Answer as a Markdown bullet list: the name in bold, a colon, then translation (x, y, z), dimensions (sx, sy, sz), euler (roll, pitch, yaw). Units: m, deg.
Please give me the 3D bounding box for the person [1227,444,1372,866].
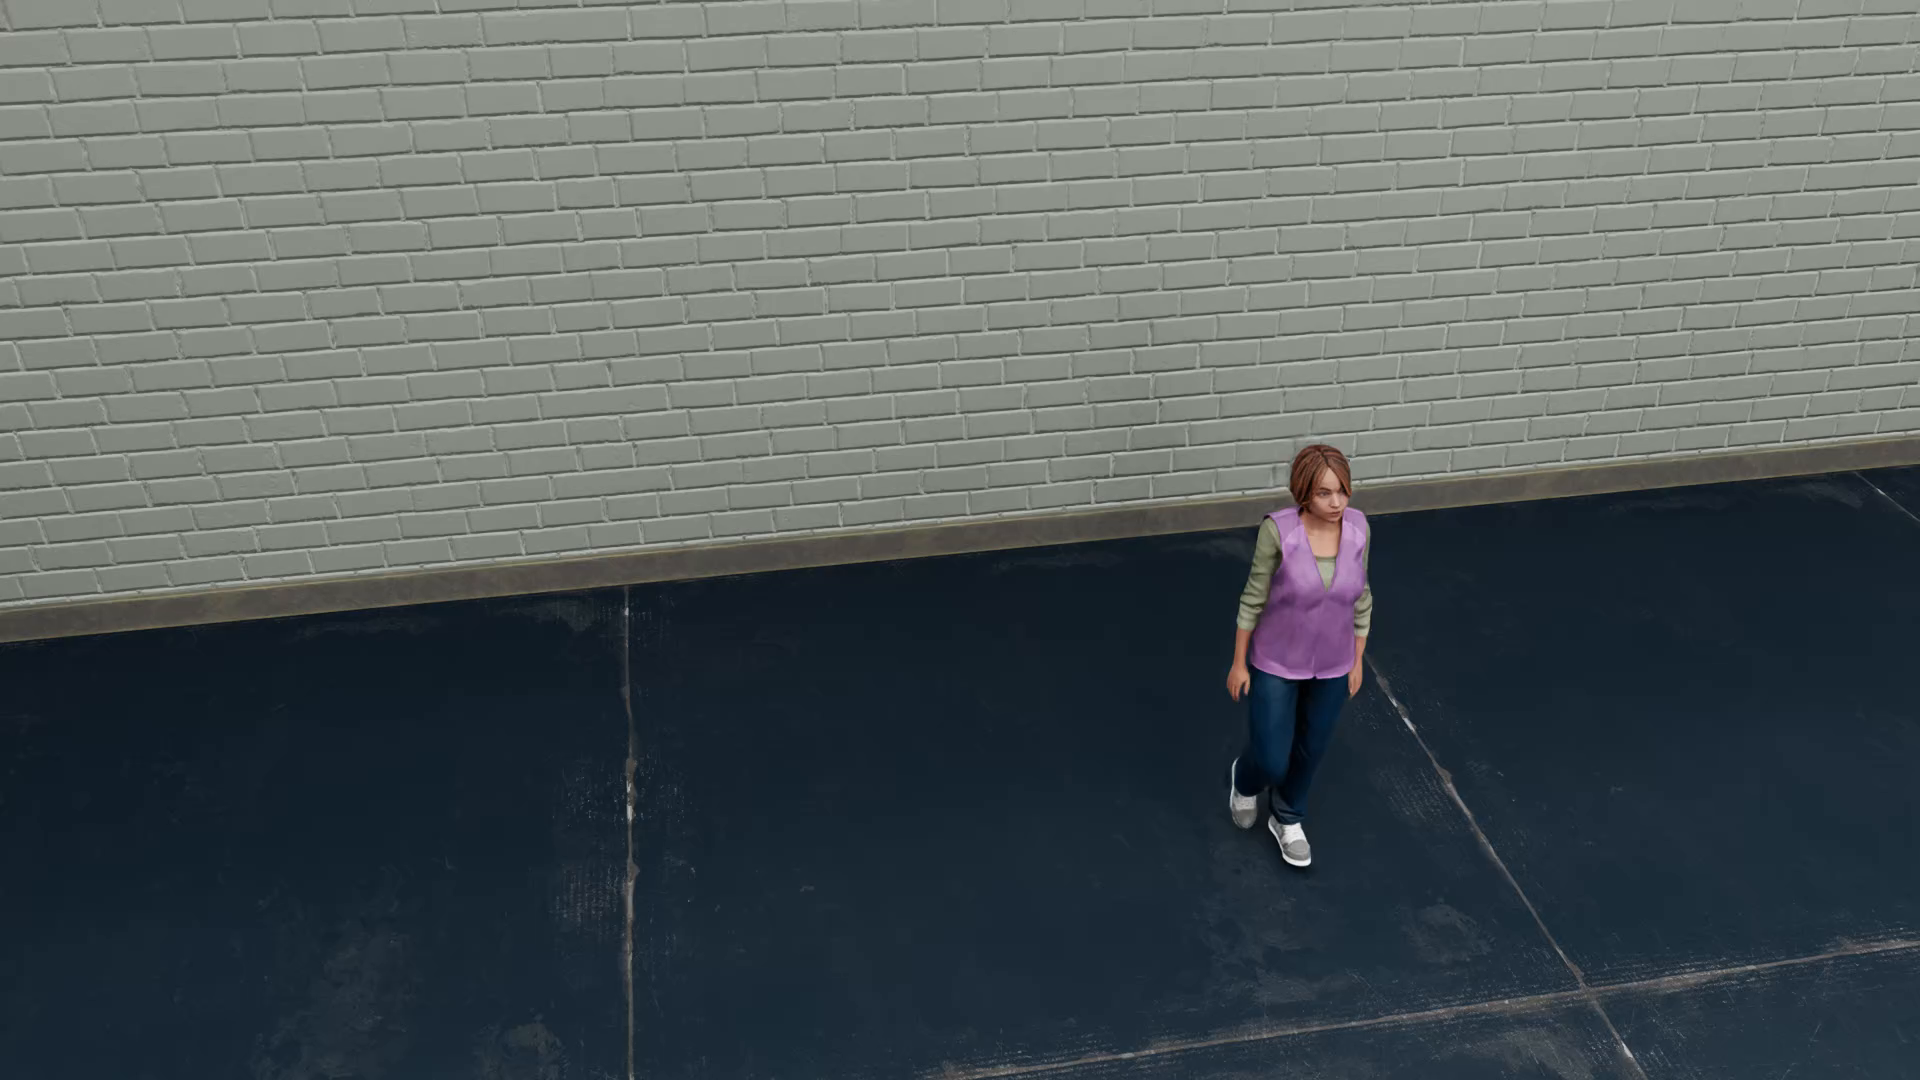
- **person**: translation (1.102, 0.398, 5.440), dimensions (0.455, 1.591, 0.438), euler (-5, 31, -8)
